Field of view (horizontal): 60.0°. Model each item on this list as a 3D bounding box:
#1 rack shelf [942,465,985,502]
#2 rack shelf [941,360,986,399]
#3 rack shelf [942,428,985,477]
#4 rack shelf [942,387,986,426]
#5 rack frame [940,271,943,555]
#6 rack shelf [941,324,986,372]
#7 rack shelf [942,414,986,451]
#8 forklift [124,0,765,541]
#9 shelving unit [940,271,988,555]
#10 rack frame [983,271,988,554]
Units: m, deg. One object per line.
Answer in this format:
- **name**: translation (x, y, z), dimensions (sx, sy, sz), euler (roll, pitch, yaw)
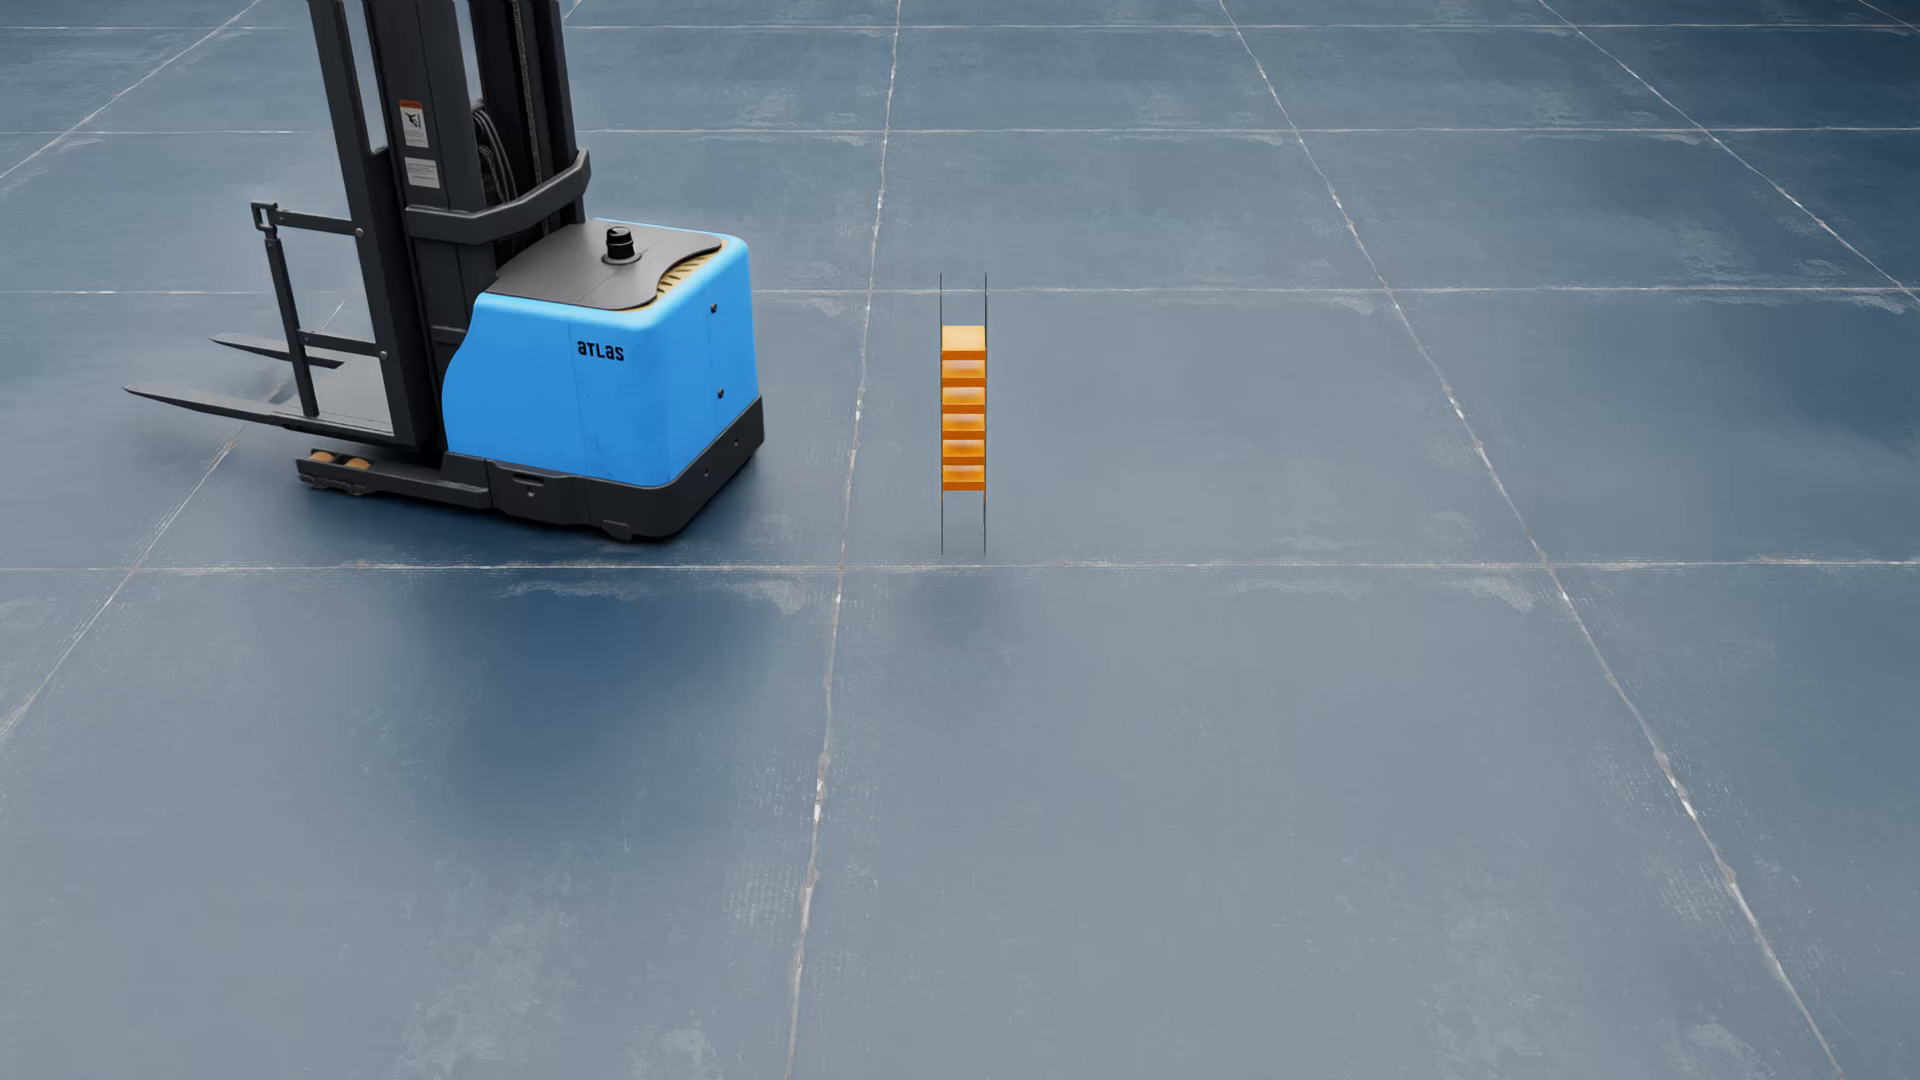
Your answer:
- **rack shelf**: translation (0.014, -0.270, 7.086), dimensions (0.180, 0.103, 0.258), euler (0, 31, 0)
- **rack shelf**: translation (0.014, -0.680, 6.837), dimensions (0.180, 0.103, 0.258), euler (0, 31, 0)
- **rack shelf**: translation (0.014, -0.372, 7.024), dimensions (0.180, 0.103, 0.258), euler (0, 31, 0)
- **rack shelf**: translation (0.014, -0.578, 6.900), dimensions (0.180, 0.103, 0.258), euler (0, 31, 0)
- **rack frame**: translation (-0.077, -0.513, 6.938), dimensions (0.006, 1.200, 0.240), euler (0, 31, 0)
- **rack shelf**: translation (0.014, -0.783, 6.775), dimensions (0.180, 0.103, 0.258), euler (0, 31, 0)
- **rack shelf**: translation (0.014, -0.475, 6.962), dimensions (0.180, 0.103, 0.258), euler (0, 31, 0)
- **forklift**: translation (-2.502, -1.702, 7.230), dimensions (3.031, 2.935, 1.130), euler (10, 33, 16)
- **shelving unit**: translation (0.014, -0.513, 6.939), dimensions (0.189, 1.200, 0.258), euler (0, 31, 0)
- **rack frame**: translation (0.106, -0.513, 6.939), dimensions (0.006, 1.200, 0.240), euler (0, 31, 0)
